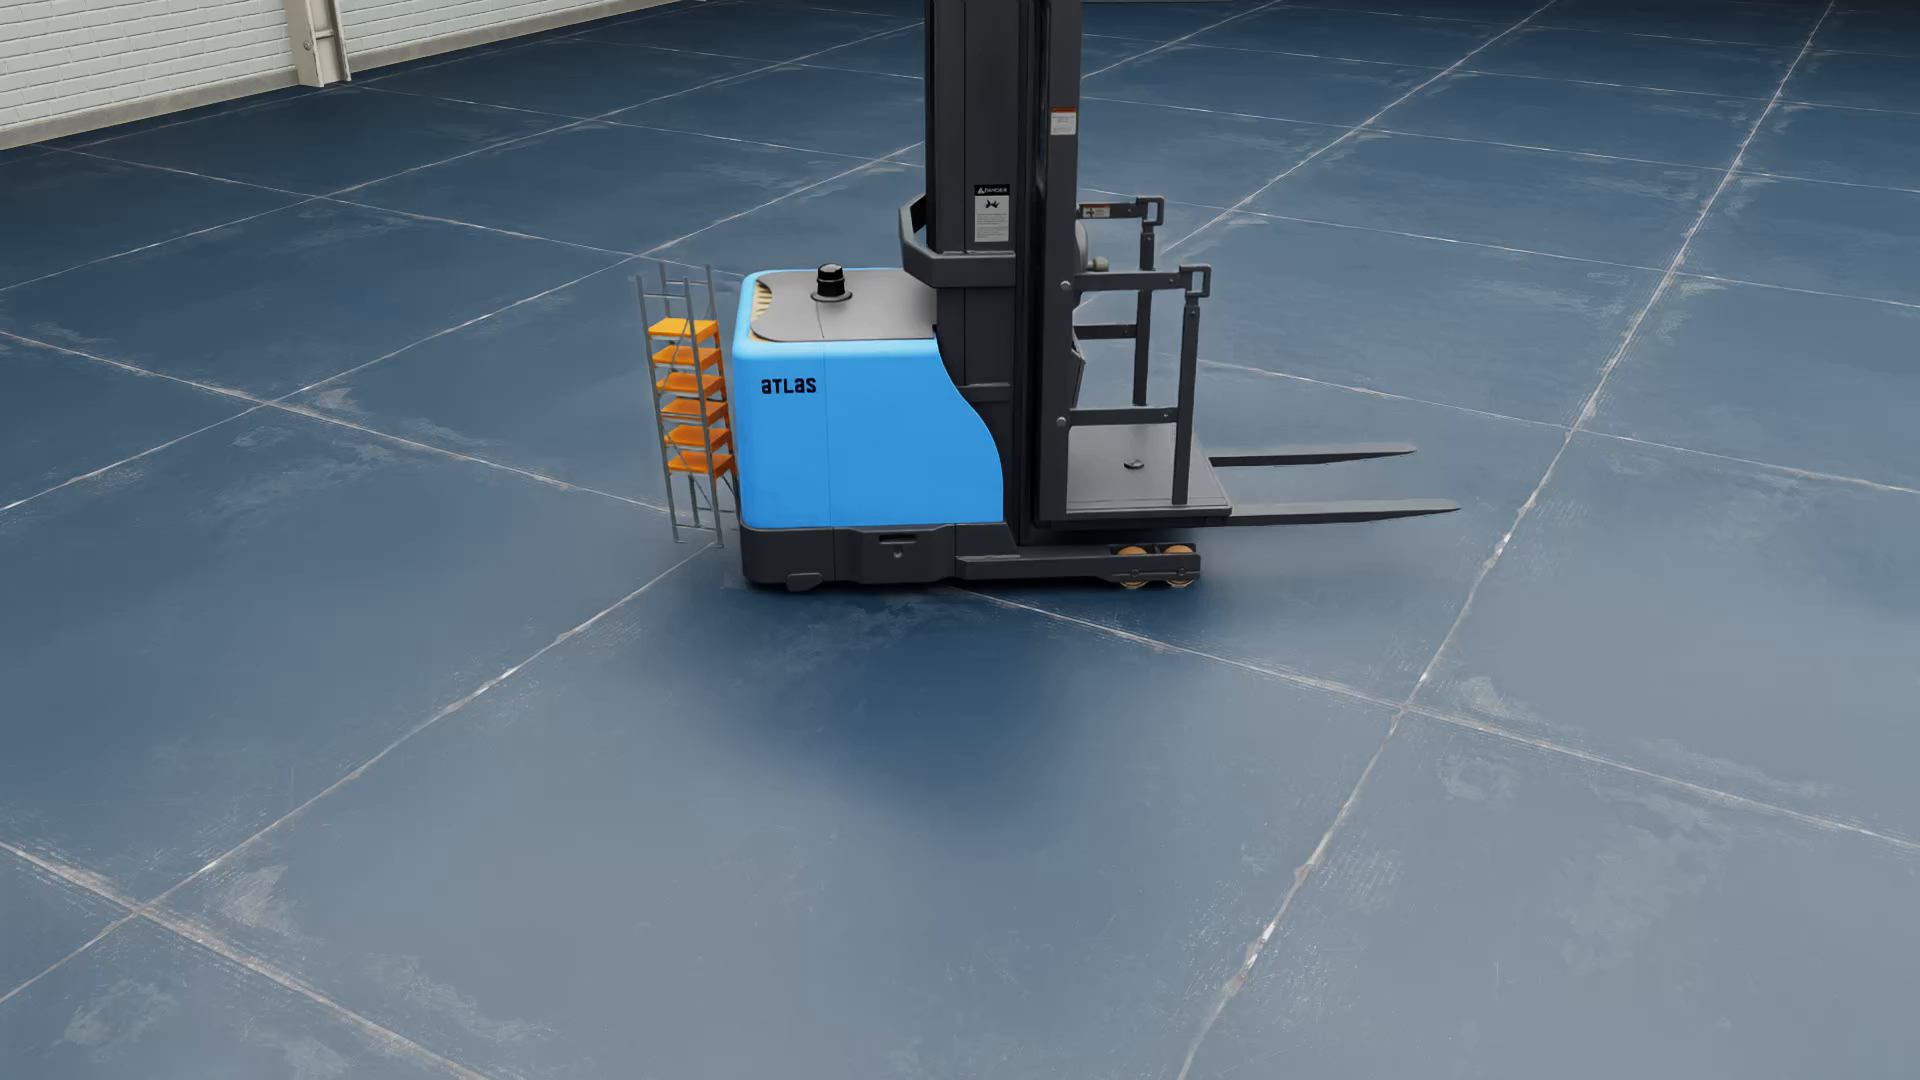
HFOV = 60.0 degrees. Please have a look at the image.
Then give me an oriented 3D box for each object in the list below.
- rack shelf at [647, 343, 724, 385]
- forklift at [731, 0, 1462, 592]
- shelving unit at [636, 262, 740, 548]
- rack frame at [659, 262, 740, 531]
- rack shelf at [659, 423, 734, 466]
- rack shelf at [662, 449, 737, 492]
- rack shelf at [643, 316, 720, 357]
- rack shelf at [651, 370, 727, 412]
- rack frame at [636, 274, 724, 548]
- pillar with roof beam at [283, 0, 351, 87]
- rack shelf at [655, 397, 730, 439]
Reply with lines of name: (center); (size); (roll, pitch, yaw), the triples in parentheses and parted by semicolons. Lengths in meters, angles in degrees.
rack shelf: (-1.141, -0.733, 6.921); (0.258, 0.103, 0.180); (6, 27, 20)
forklift: (0.589, -1.348, 6.669); (3.031, 2.935, 1.130); (-2, 27, -4)
shelving unit: (-1.130, -0.557, 7.005); (0.258, 1.200, 0.189); (6, 27, 20)
rack frame: (-1.097, -0.595, 7.081); (0.240, 1.200, 0.006); (6, 27, 20)
rack shelf: (-1.120, -0.408, 7.075); (0.258, 0.103, 0.180); (6, 27, 20)
rack shelf: (-1.114, -0.300, 7.126); (0.258, 0.103, 0.180); (6, 27, 20)
rack shelf: (-1.148, -0.842, 6.870); (0.258, 0.103, 0.180); (6, 27, 20)
rack shelf: (-1.134, -0.625, 6.973); (0.258, 0.103, 0.180); (6, 27, 20)
rack frame: (-1.163, -0.519, 6.928); (0.240, 1.200, 0.006); (6, 27, 20)
pillar with roof beam: (-2.410, -7.515, 12.210); (9.100, 9.000, 0.400); (14, 30, 26)
rack shelf: (-1.127, -0.517, 7.024); (0.258, 0.103, 0.180); (6, 27, 20)
